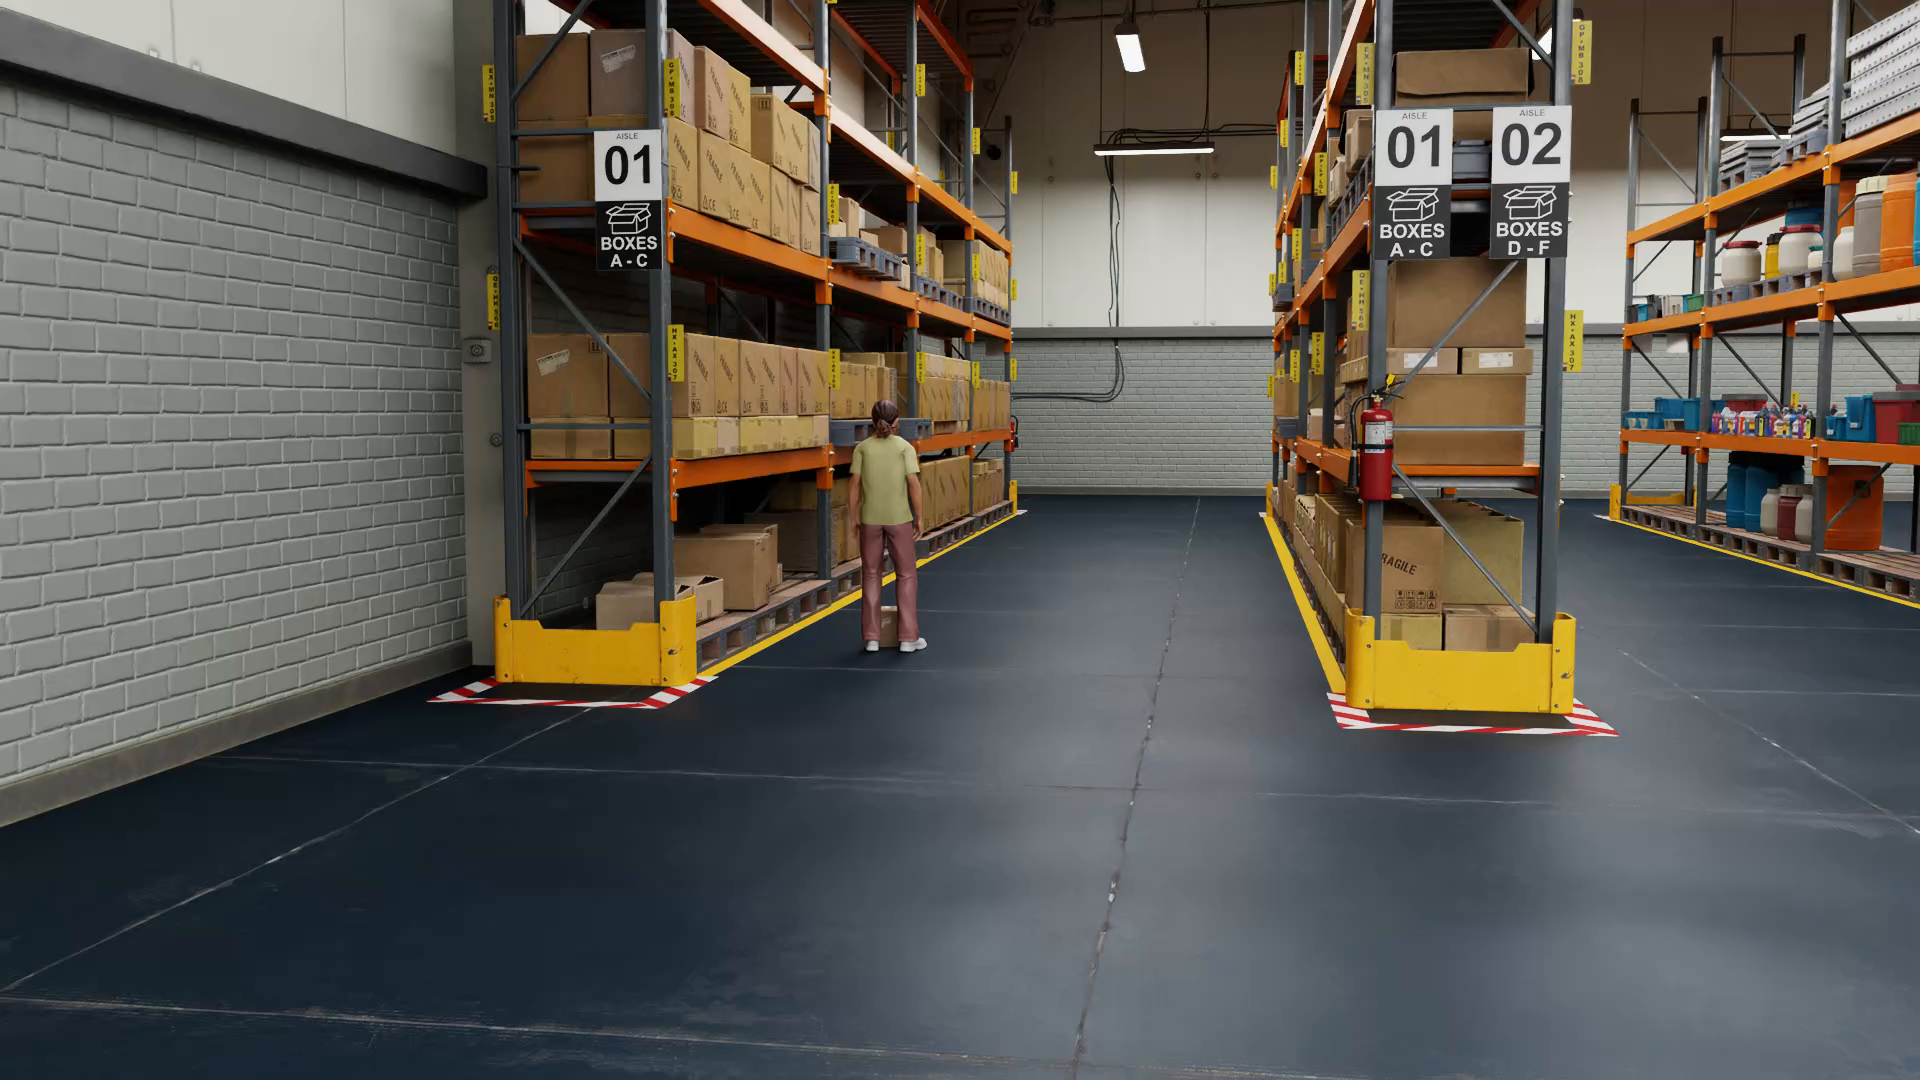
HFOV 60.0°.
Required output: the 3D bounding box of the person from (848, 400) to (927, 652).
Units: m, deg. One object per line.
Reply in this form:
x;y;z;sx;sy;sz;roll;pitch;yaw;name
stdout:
-0.490;-0.097;11.082;0.500;1.673;0.353;1;5;8;person
